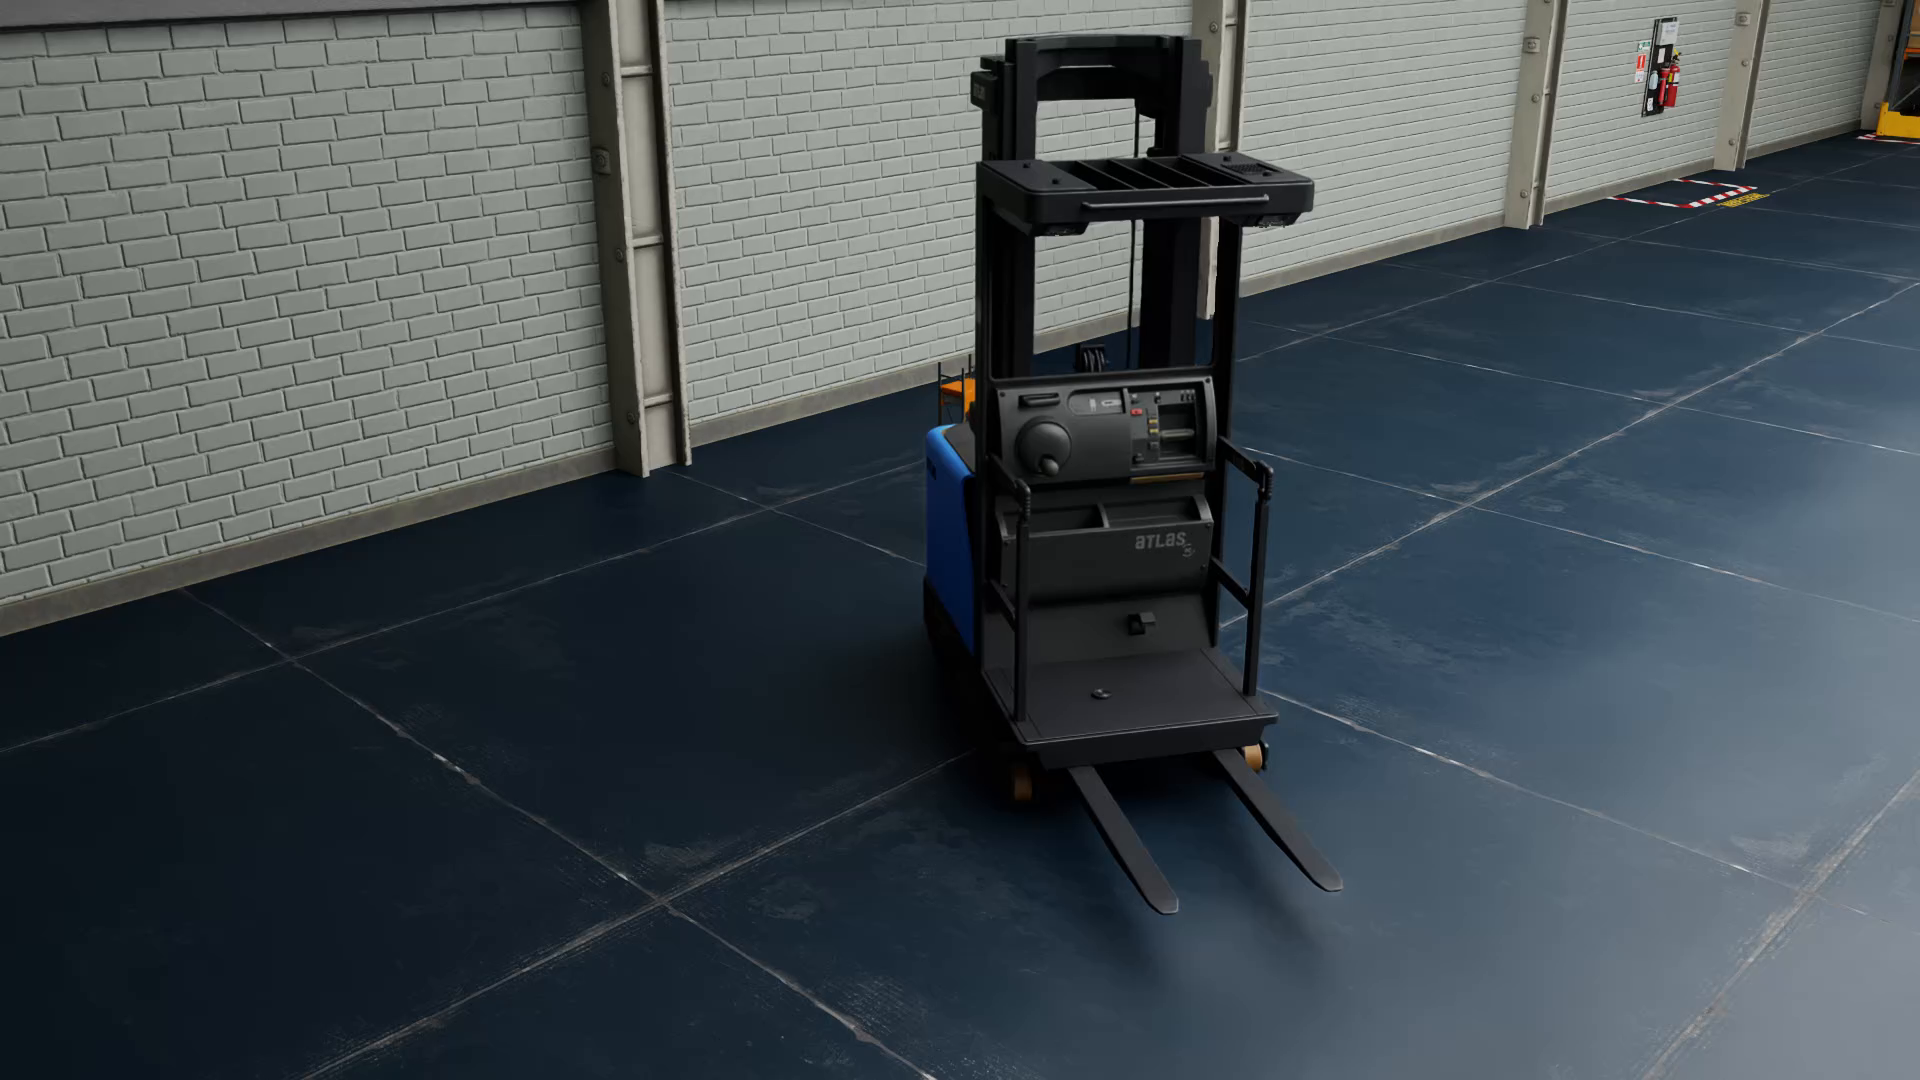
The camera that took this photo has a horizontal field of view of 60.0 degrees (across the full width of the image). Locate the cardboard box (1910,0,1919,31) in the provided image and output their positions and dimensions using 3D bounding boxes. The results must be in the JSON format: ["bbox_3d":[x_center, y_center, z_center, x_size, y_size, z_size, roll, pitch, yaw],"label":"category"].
[{"bbox_3d":[15.054,-8.124,25.665,0.500,0.500,0.500,19,28,40],"label":"cardboard box"}]

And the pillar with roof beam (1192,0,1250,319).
[{"bbox_3d":[5.273,-5.152,10.436,9.100,9.000,0.400,19,28,41],"label":"pillar with roof beam"}]

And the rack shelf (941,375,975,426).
[{"bbox_3d":[0.037,-0.759,9.324,0.215,0.259,0.240,19,28,41],"label":"rack shelf"}]

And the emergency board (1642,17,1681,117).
[{"bbox_3d":[8.809,-5.888,20.713,0.194,1.169,0.643,19,28,41],"label":"emergency board"}]

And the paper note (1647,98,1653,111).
[{"bbox_3d":[8.636,-5.449,20.798,0.016,0.148,0.142,19,28,41],"label":"paper note"}]

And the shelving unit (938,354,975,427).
[{"bbox_3d":[0.037,-0.504,9.422,0.215,1.050,0.252,19,28,41],"label":"shelving unit"}]

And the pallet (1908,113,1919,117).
[{"bbox_3d":[15.522,-6.578,26.394,1.003,0.211,1.213,19,28,41],"label":"pallet"}]

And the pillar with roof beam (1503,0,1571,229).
[{"bbox_3d":[9.459,-6.695,14.449,9.100,9.000,0.400,19,28,41],"label":"pillar with roof beam"}]

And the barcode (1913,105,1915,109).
[{"bbox_3d":[15.150,-6.875,26.401,0.001,0.075,0.075,19,28,41],"label":"barcode"}]

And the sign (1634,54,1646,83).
[{"bbox_3d":[8.349,-5.789,20.404,0.001,0.329,0.234,19,28,41],"label":"sign"}]

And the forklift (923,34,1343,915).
[{"bbox_3d":[0.659,-0.445,6.648,1.130,2.935,3.031,-5,22,-13],"label":"forklift"}]

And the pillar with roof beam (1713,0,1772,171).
[{"bbox_3d":[13.645,-8.237,18.462,9.100,9.000,0.400,19,28,41],"label":"pillar with roof beam"}]

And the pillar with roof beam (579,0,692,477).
[{"bbox_3d":[1.088,-3.610,6.424,9.100,9.000,0.400,19,28,41],"label":"pillar with roof beam"}]

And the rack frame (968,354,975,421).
[{"bbox_3d":[0.122,-0.535,9.504,0.200,1.050,0.008,19,28,41],"label":"rack frame"}]

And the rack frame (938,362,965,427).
[{"bbox_3d":[-0.048,-0.472,9.340,0.200,1.050,0.008,19,28,41],"label":"rack frame"}]

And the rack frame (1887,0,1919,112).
[{"bbox_3d":[14.877,-7.660,25.323,1.000,3.000,0.127,19,28,41],"label":"rack frame"}]

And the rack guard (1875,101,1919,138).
[{"bbox_3d":[14.930,-6.513,25.822,1.175,0.500,0.348,19,28,41],"label":"rack guard"}]

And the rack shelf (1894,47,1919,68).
[{"bbox_3d":[16.272,-7.838,26.789,1.077,0.370,4.000,19,28,41],"label":"rack shelf"}]

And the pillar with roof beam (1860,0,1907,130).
[{"bbox_3d":[17.830,-9.779,22.474,9.100,9.000,0.400,19,28,41],"label":"pillar with roof beam"}]

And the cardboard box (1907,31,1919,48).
[{"bbox_3d":[15.064,-7.768,25.785,0.500,0.250,0.500,-20,28,-41],"label":"cardboard box"}]

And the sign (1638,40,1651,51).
[{"bbox_3d":[8.359,-6.035,20.307,0.001,0.109,0.331,19,28,41],"label":"sign"}]
